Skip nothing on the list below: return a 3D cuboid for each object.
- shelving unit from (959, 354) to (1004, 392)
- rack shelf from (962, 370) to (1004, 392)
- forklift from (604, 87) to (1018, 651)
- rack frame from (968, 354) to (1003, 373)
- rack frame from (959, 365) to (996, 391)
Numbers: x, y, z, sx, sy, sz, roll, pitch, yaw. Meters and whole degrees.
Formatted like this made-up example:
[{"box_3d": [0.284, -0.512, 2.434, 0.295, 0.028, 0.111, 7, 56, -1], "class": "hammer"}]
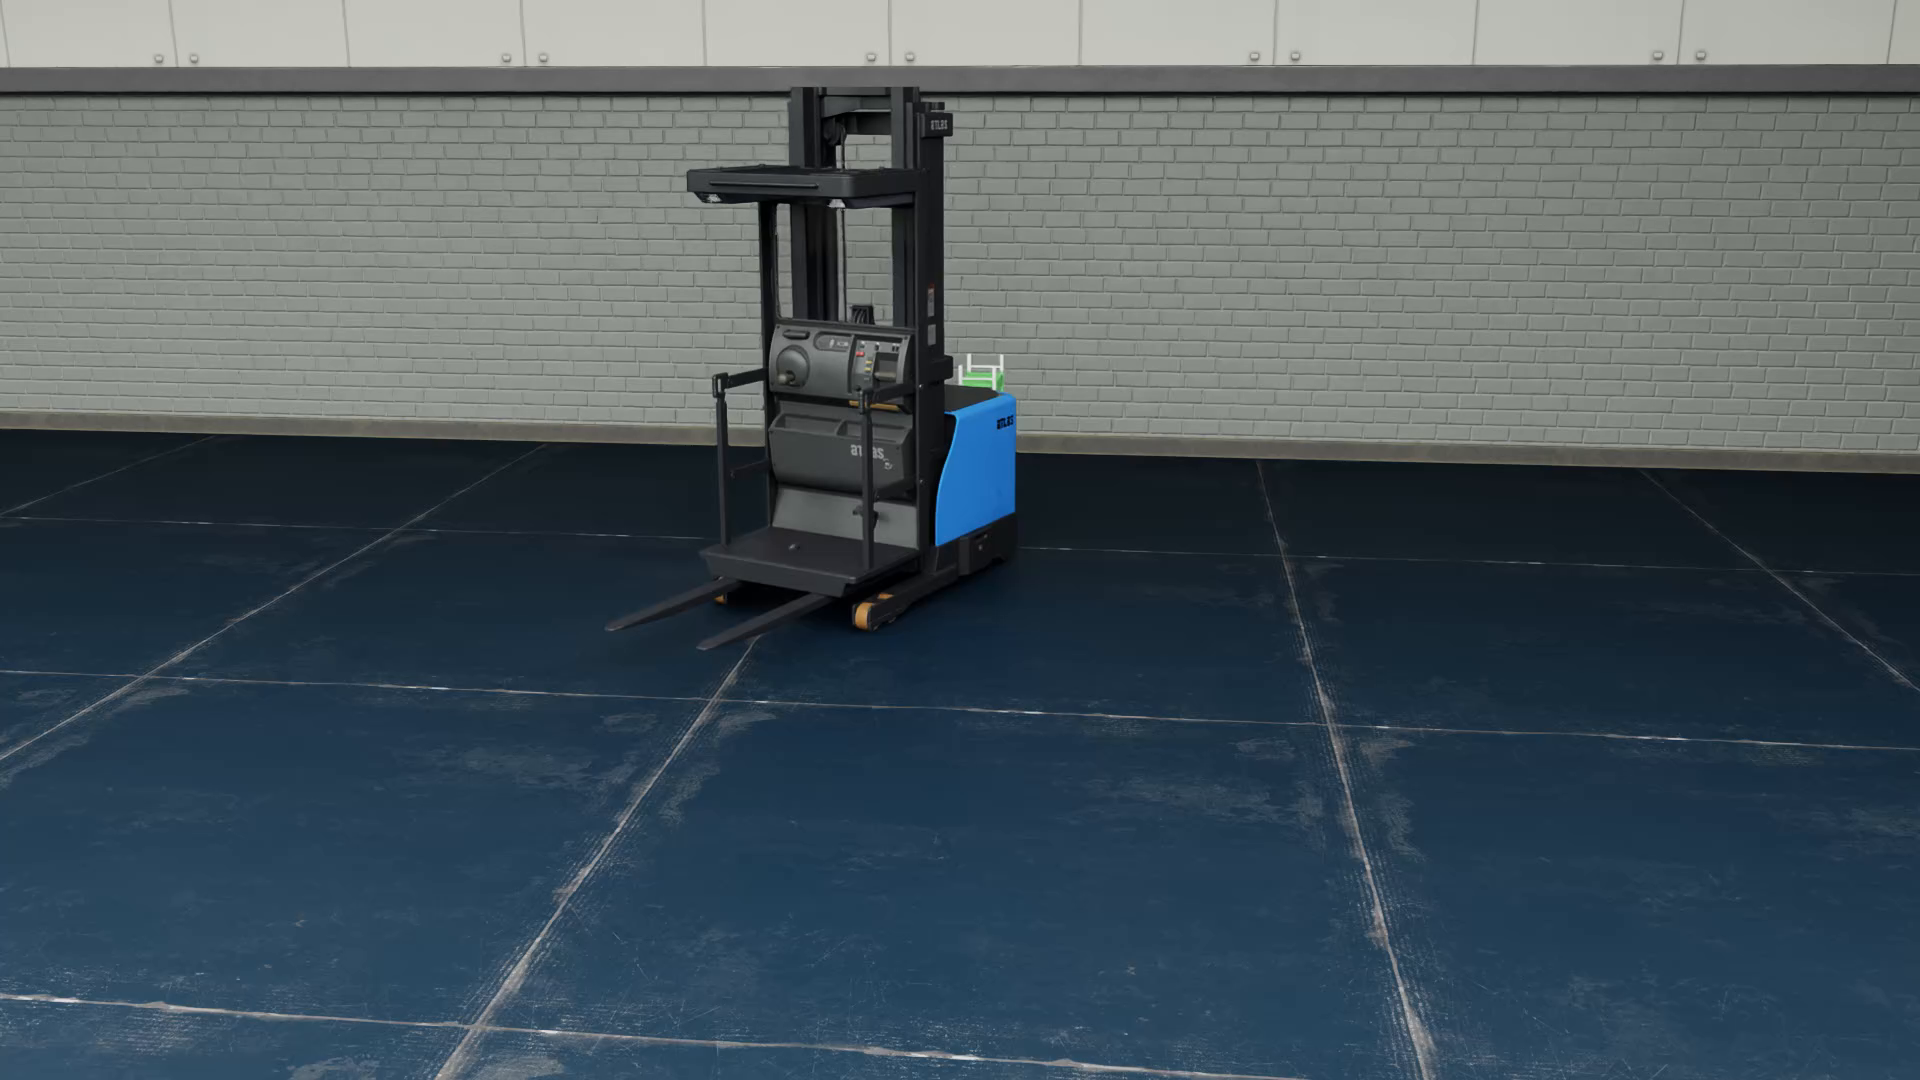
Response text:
[{"box_3d": [0.142, -0.608, 11.111, 0.258, 1.200, 0.503, 2, 15, 7], "class": "shelving unit"}, {"box_3d": [0.142, -1.009, 11.002, 0.258, 0.148, 0.480, 2, 15, 7], "class": "rack shelf"}, {"box_3d": [-0.802, -1.039, 9.391, 1.130, 2.935, 3.031, 9, 17, 29], "class": "forklift"}, {"box_3d": [0.172, -0.671, 11.344, 0.240, 1.200, 0.015, 2, 15, 7], "class": "rack frame"}, {"box_3d": [0.112, -0.544, 10.877, 0.240, 1.200, 0.015, 2, 15, 7], "class": "rack frame"}]
